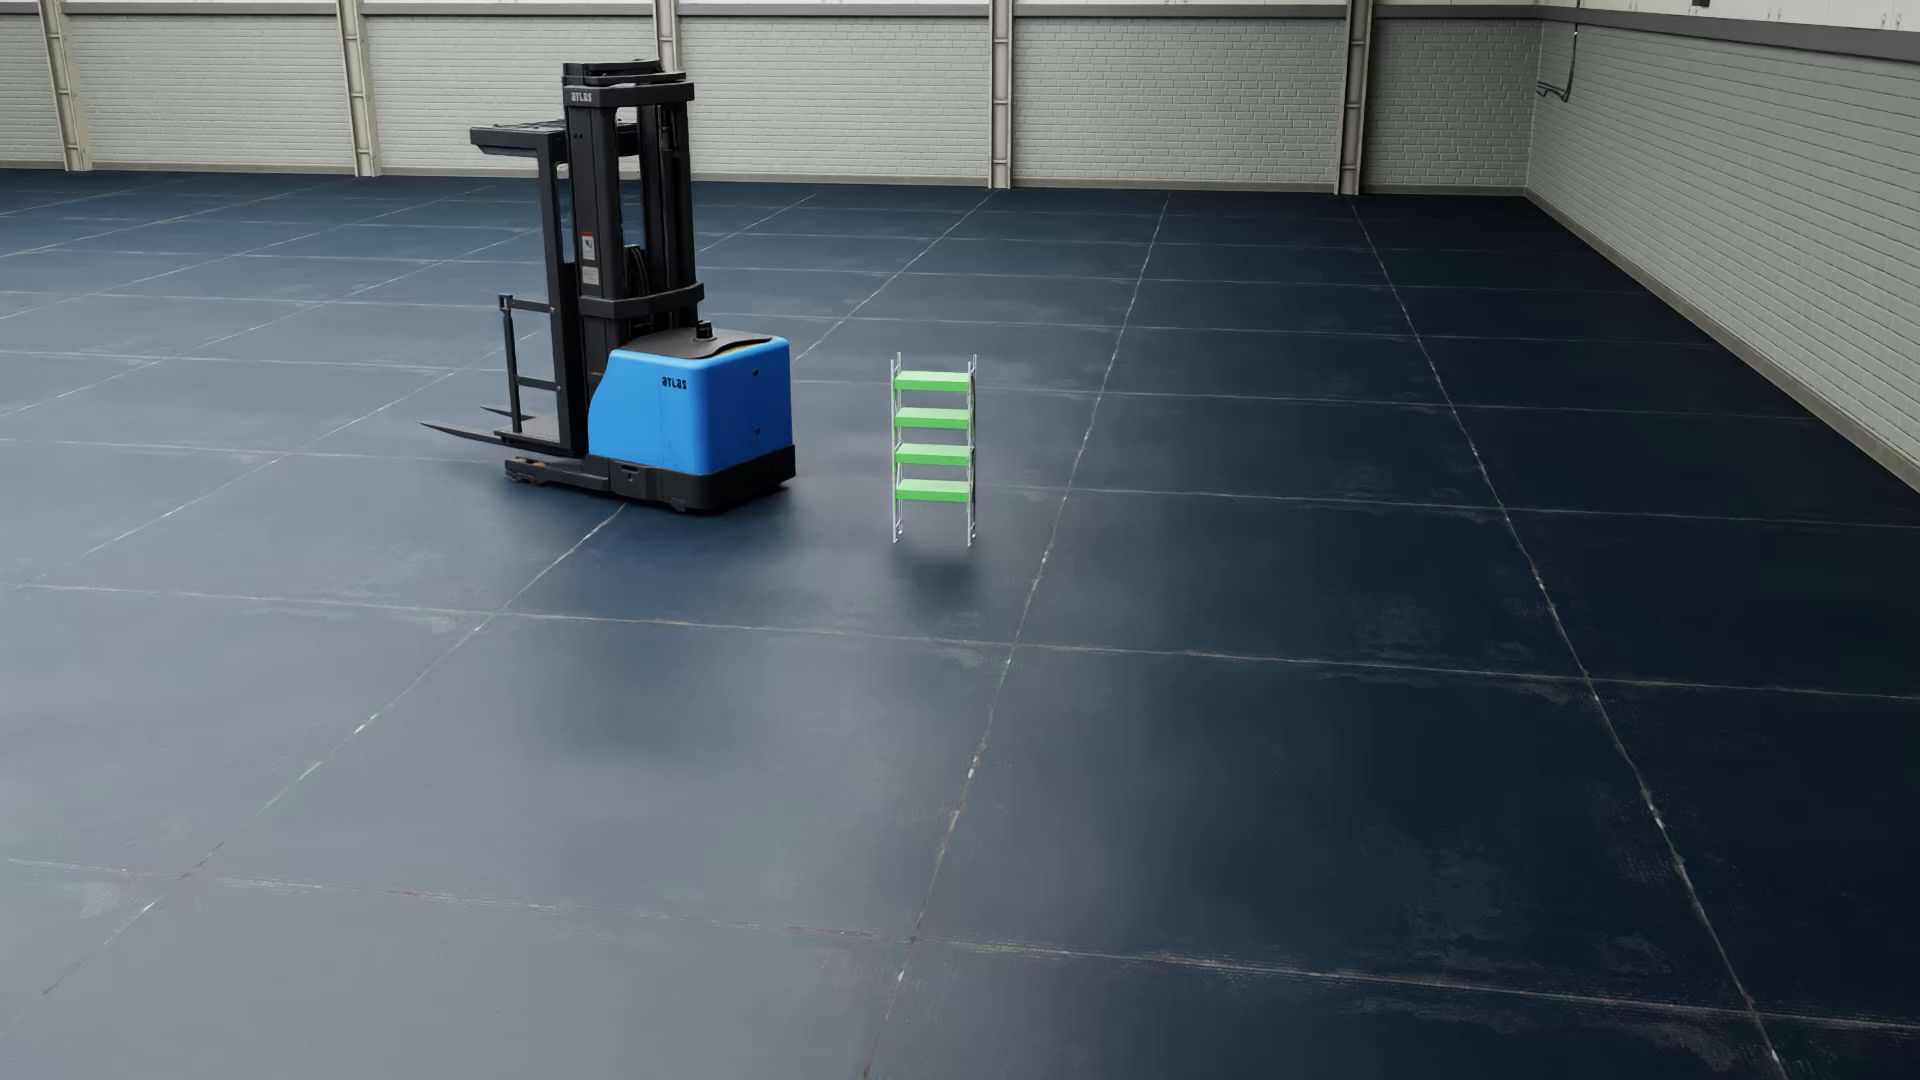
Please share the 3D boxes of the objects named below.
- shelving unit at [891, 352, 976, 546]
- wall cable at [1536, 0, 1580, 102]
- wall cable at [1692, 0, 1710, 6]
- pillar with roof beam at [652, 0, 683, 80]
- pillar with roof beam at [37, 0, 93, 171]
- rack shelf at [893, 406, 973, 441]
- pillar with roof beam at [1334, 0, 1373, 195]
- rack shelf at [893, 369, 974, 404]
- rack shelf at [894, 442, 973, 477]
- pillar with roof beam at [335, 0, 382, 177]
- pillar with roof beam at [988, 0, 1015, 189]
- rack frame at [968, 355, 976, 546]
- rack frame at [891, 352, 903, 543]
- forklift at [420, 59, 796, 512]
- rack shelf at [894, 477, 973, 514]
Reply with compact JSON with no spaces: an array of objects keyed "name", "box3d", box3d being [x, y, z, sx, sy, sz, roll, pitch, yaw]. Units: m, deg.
[{"name":"shelving unit","box3d":[-0.163,-0.577,10.638,0.503,1.200,0.258,3,19,9]},{"name":"wall cable","box3d":[9.341,-8.190,25.991,0.112,2.526,3.097,3,19,9]},{"name":"wall cable","box3d":[7.819,-8.302,16.073,0.169,6.003,2.305,3,19,9]},{"name":"pillar with roof beam","box3d":[-5.889,-9.480,24.954,0.400,9.000,9.100,3,19,9]},{"name":"pillar with roof beam","box3d":[-17.737,-10.084,26.759,0.400,9.000,9.100,3,19,9]},{"name":"rack shelf","box3d":[-0.163,-0.744,10.582,0.480,0.148,0.258,3,19,9]},{"name":"pillar with roof beam","box3d":[5.959,-8.876,23.149,0.400,9.000,9.100,3,19,9]},{"name":"rack shelf","box3d":[-0.163,-0.972,10.506,0.480,0.148,0.258,3,19,9]},{"name":"rack shelf","box3d":[-0.163,-0.517,10.658,0.480,0.148,0.258,3,19,9]},{"name":"pillar with roof beam","box3d":[-11.813,-9.782,25.857,0.400,9.000,9.100,3,19,9]},{"name":"pillar with roof beam","box3d":[0.035,-9.178,24.052,0.400,9.000,9.100,3,19,9]},{"name":"rack frame","box3d":[0.077,-0.565,10.601,0.015,1.200,0.240,3,19,9]},{"name":"rack frame","box3d":[-0.404,-0.590,10.674,0.015,1.200,0.240,3,19,9]},{"name":"forklift","box3d":[-2.701,-1.913,11.901,3.031,2.935,1.130,11,22,31]},{"name":"rack shelf","box3d":[-0.163,-0.289,10.734,0.480,0.148,0.258,3,19,9]}]
